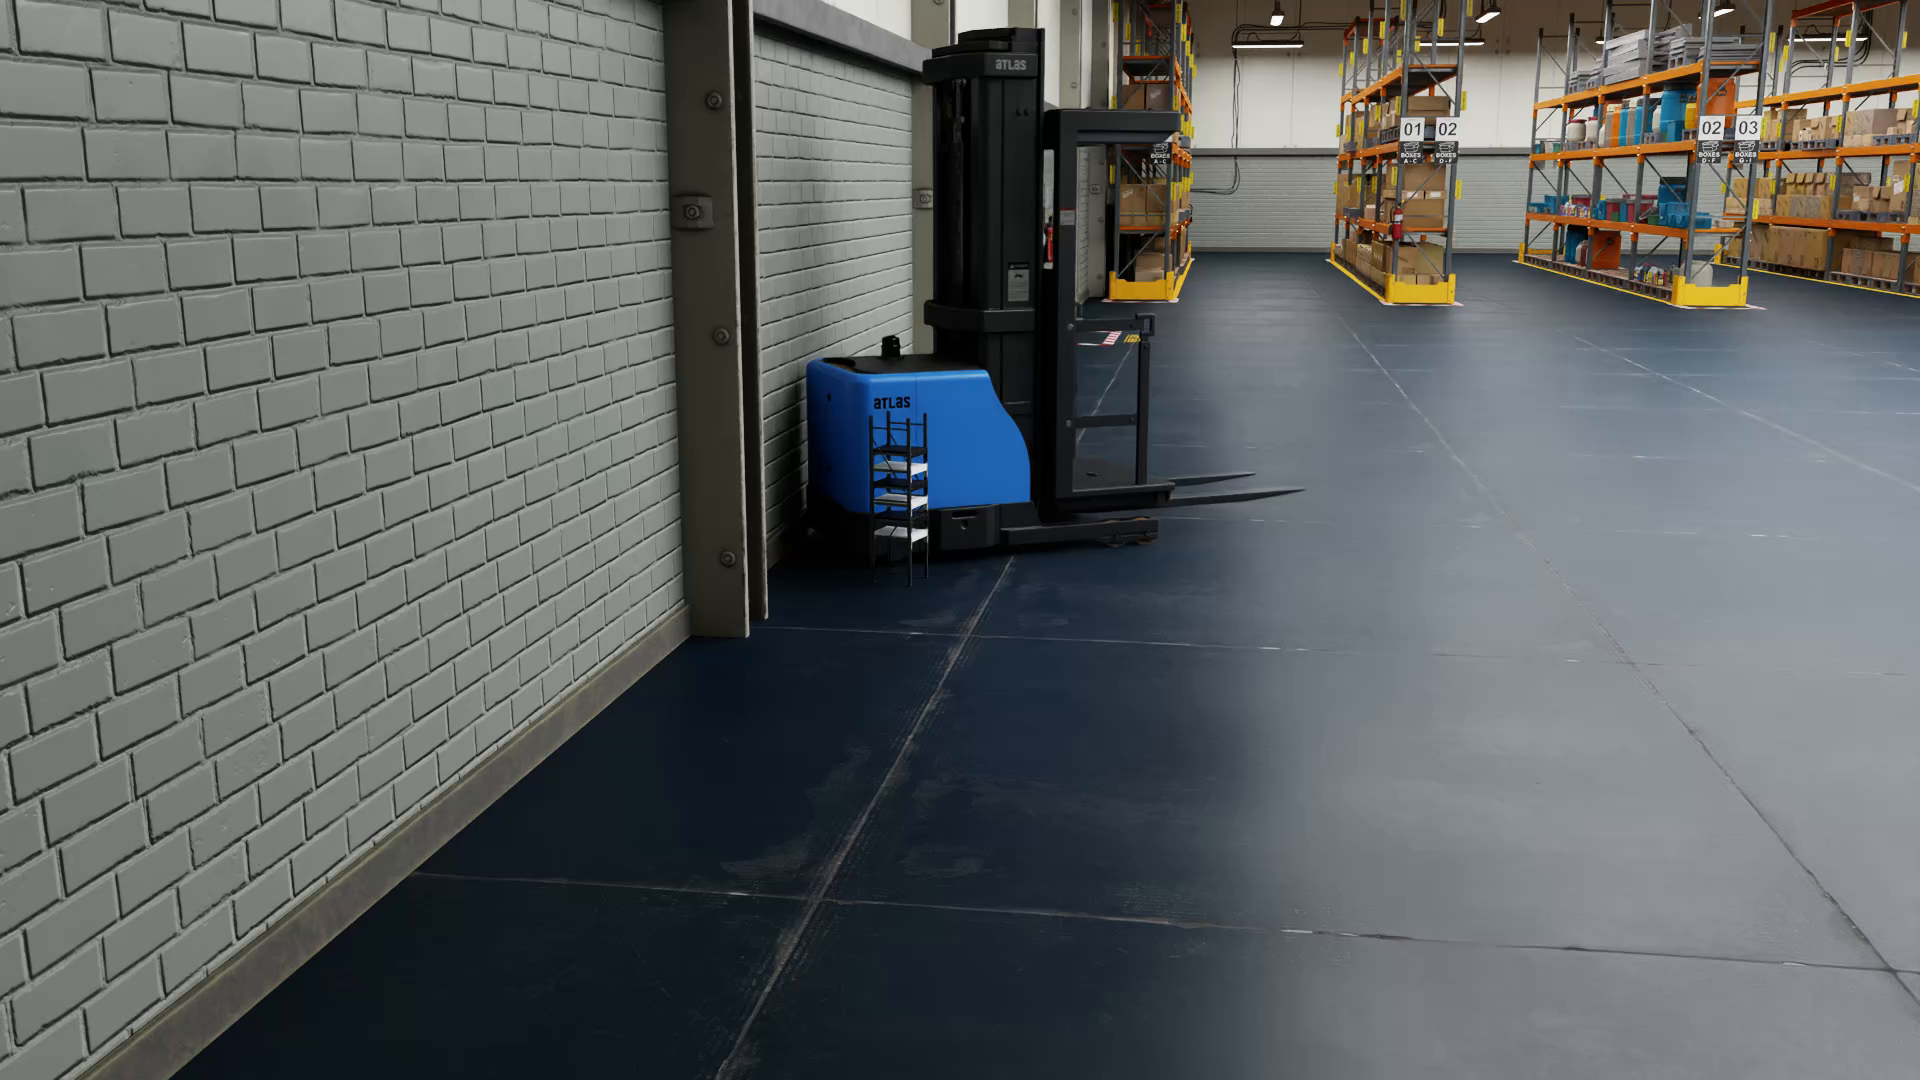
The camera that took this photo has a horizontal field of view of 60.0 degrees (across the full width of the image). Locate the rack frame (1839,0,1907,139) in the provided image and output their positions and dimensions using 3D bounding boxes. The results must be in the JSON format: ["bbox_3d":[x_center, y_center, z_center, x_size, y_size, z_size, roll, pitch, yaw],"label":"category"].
[{"bbox_3d":[19.221,-9.990,34.988,1.000,3.000,0.127,2,12,9],"label":"rack frame"}]

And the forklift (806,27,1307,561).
[{"bbox_3d":[0.642,-1.485,9.926,3.031,2.935,1.130,-5,13,-21],"label":"forklift"}]

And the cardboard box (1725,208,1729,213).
[{"bbox_3d":[20.070,-8.537,43.081,0.380,0.149,0.250,2,12,9],"label":"cardboard box"}]

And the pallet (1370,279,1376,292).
[{"bbox_3d":[8.654,-5.019,32.782,1.003,0.211,1.213,2,12,9],"label":"pallet"}]

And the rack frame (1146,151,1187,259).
[{"bbox_3d":[5.152,-8.371,41.718,1.000,3.000,0.127,2,12,9],"label":"rack frame"}]

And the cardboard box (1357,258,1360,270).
[{"bbox_3d":[8.985,-6.036,36.411,0.500,0.250,0.500,2,12,7],"label":"cardboard box"}]

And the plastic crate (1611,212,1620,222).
[{"bbox_3d":[13.700,-6.653,34.248,0.450,0.188,0.662,2,12,9],"label":"plastic crate"}]

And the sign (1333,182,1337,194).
[{"bbox_3d":[10.127,-9.485,44.831,0.100,0.325,0.005,2,12,9],"label":"sign"}]

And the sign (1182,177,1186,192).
[{"bbox_3d":[5.075,-8.050,37.668,0.100,0.325,0.005,2,12,9],"label":"sign"}]

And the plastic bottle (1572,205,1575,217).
[{"bbox_3d":[14.271,-7.639,38.626,0.097,0.271,0.097,0,12,0],"label":"plastic bottle"}]

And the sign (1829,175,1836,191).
[{"bbox_3d":[18.672,-7.641,35.579,0.100,0.325,0.005,2,12,9],"label":"sign"}]

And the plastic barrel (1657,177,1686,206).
[{"bbox_3d":[14.070,-6.701,32.776,0.600,0.901,0.708,2,12,9],"label":"plastic barrel"}]

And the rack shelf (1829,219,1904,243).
[{"bbox_3d":[18.913,-6.289,33.764,1.077,0.370,4.000,2,12,9],"label":"rack shelf"}]

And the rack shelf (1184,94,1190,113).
[{"bbox_3d":[4.845,-10.341,39.272,1.077,0.370,4.000,2,12,9],"label":"rack shelf"}]

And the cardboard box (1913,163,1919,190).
[{"bbox_3d":[18.285,-6.822,31.213,0.500,0.500,0.500,2,12,9],"label":"cardboard box"}]

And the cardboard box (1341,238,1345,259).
[{"bbox_3d":[9.855,-7.333,41.787,0.500,0.500,0.500,2,12,9],"label":"cardboard box"}]

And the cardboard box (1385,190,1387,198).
[{"bbox_3d":[8.508,-6.757,32.448,0.380,0.149,0.250,2,12,7],"label":"cardboard box"}]

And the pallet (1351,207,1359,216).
[{"bbox_3d":[9.727,-7.690,39.013,1.003,0.211,1.213,2,12,9],"label":"pallet"}]

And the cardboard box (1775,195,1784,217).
[{"bbox_3d":[19.518,-7.851,39.067,0.500,0.500,0.500,2,12,9],"label":"cardboard box"}]

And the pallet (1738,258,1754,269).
[{"bbox_3d":[20.215,-6.937,41.682,1.003,0.211,1.213,2,12,9],"label":"pallet"}]

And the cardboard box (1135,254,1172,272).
[{"bbox_3d":[3.752,-5.277,32.251,0.700,0.500,0.500,1,12,5],"label":"cardboard box"}]

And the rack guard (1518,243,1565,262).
[{"bbox_3d":[15.548,-7.667,44.381,1.175,0.500,0.348,2,12,9],"label":"rack guard"}]

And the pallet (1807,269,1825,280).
[{"bbox_3d":[19.416,-5.856,36.664,1.003,0.211,1.213,2,12,9],"label":"pallet"}]

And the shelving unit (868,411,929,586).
[{"bbox_3d":[-0.327,-0.224,8.895,0.258,0.900,0.210,5,13,24],"label":"shelving unit"}]

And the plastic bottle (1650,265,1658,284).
[{"bbox_3d":[13.054,-4.984,31.244,0.144,0.351,0.185,2,12,11],"label":"plastic bottle"}]

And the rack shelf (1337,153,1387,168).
[{"bbox_3d":[10.355,-9.743,42.669,1.077,0.370,4.000,2,12,9],"label":"rack shelf"}]

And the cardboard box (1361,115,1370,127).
[{"bbox_3d":[9.695,-9.601,38.831,0.600,0.600,0.600,1,12,6],"label":"cardboard box"}]

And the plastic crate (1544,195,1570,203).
[{"bbox_3d":[15.690,-8.854,43.731,0.616,0.435,0.499,2,12,9],"label":"plastic crate"}]

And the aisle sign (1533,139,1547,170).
[{"bbox_3d":[15.274,-10.179,43.933,0.394,0.787,0.004,2,12,9],"label":"aisle sign"}]

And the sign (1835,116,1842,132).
[{"bbox_3d":[18.673,-8.835,35.333,0.100,0.325,0.005,2,12,9],"label":"sign"}]

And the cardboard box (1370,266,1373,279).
[{"bbox_3d":[8.447,-5.321,33.093,0.500,0.250,0.500,2,12,9],"label":"cardboard box"}]

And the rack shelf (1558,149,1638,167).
[{"bbox_3d":[14.634,-8.749,38.057,1.077,0.370,4.000,2,12,9],"label":"rack shelf"}]

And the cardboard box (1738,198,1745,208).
[{"bbox_3d":[19.956,-8.491,41.921,0.500,0.250,0.500,1,12,7],"label":"cardboard box"}]

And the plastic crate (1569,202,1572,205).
[{"bbox_3d":[15.359,-8.334,41.682,0.437,0.282,0.530,2,12,9],"label":"plastic crate"}]

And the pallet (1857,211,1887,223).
[{"bbox_3d":[18.957,-6.550,33.722,1.003,0.211,1.213,2,12,9],"label":"pallet"}]

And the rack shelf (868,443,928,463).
[{"bbox_3d":[-0.327,-0.455,8.846,0.258,0.077,0.200,5,13,24],"label":"rack shelf"}]

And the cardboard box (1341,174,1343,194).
[{"bbox_3d":[10.102,-9.179,42.856,0.500,0.500,0.500,2,12,8],"label":"cardboard box"}]

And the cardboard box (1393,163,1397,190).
[{"bbox_3d":[8.524,-6.823,31.219,0.700,0.500,0.500,2,12,9],"label":"cardboard box"}]

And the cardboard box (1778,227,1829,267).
[{"bbox_3d":[19.620,-6.737,38.179,1.225,0.875,0.875,1,12,7],"label":"cardboard box"}]

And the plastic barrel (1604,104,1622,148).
[{"bbox_3d":[13.986,-8.765,35.236,0.600,0.901,0.600,0,12,0],"label":"plastic barrel"}]

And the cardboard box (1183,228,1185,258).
[{"bbox_3d":[5.047,-7.201,40.394,0.750,0.750,0.750,2,12,10],"label":"cardboard box"}]

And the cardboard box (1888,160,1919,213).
[{"bbox_3d":[18.866,-6.884,32.396,1.000,1.000,1.000,2,12,9],"label":"cardboard box"}]

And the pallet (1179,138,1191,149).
[{"bbox_3d":[4.279,-8.422,35.277,1.213,0.211,1.003,2,12,9],"label":"pallet"}]

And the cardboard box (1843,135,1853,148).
[{"bbox_3d":[18.897,-8.361,34.904,0.500,0.250,0.500,2,12,10],"label":"cardboard box"}]

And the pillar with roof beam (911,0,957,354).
[{"bbox_3d":[4.045,-5.093,12.267,9.100,9.000,0.400,2,12,9],"label":"pillar with roof beam"}]

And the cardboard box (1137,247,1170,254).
[{"bbox_3d":[4.167,-6.067,35.915,0.700,0.500,0.500,2,12,9],"label":"cardboard box"}]

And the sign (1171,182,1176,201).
[{"bbox_3d":[3.843,-6.279,29.954,0.100,0.325,0.005,2,12,9],"label":"sign"}]

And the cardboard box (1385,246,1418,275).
[{"bbox_3d":[7.991,-5.063,30.115,0.500,0.500,0.500,2,12,9],"label":"cardboard box"}]

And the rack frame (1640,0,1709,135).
[{"bbox_3d":[13.711,-9.318,31.869,1.000,3.000,0.127,2,12,9],"label":"rack frame"}]

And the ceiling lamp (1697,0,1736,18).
[{"bbox_3d":[17.579,-13.572,37.755,0.800,3.185,2.000,2,12,9],"label":"ceiling lamp"}]

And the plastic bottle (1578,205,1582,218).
[{"bbox_3d":[14.143,-7.497,37.936,0.061,0.283,0.133,2,12,9],"label":"plastic bottle"}]

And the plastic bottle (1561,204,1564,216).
[{"bbox_3d":[14.443,-7.903,39.822,0.061,0.283,0.133,2,12,9],"label":"plastic bottle"}]
